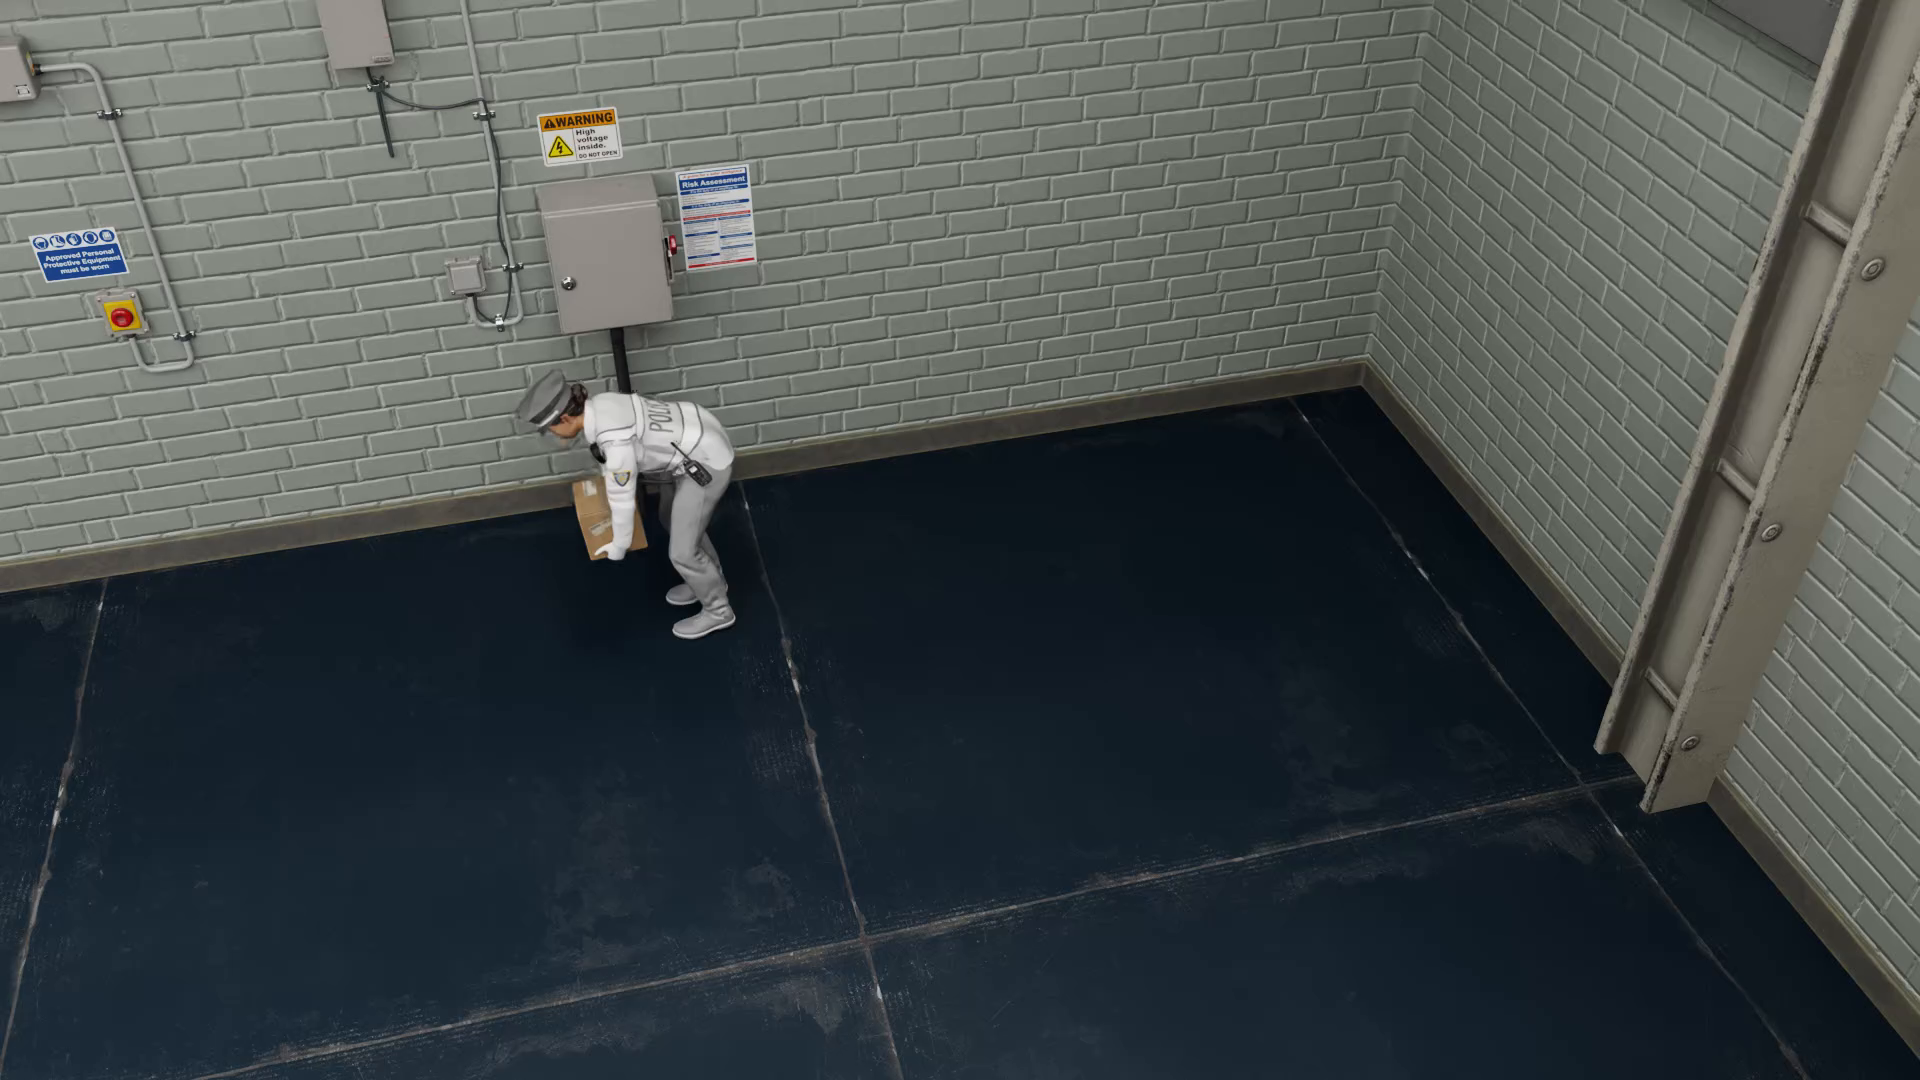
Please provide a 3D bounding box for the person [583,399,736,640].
[{"bbox_3d":[-1.289,-0.065,7.276,0.641,1.073,0.401,-10,40,-13],"label":"person"}]
